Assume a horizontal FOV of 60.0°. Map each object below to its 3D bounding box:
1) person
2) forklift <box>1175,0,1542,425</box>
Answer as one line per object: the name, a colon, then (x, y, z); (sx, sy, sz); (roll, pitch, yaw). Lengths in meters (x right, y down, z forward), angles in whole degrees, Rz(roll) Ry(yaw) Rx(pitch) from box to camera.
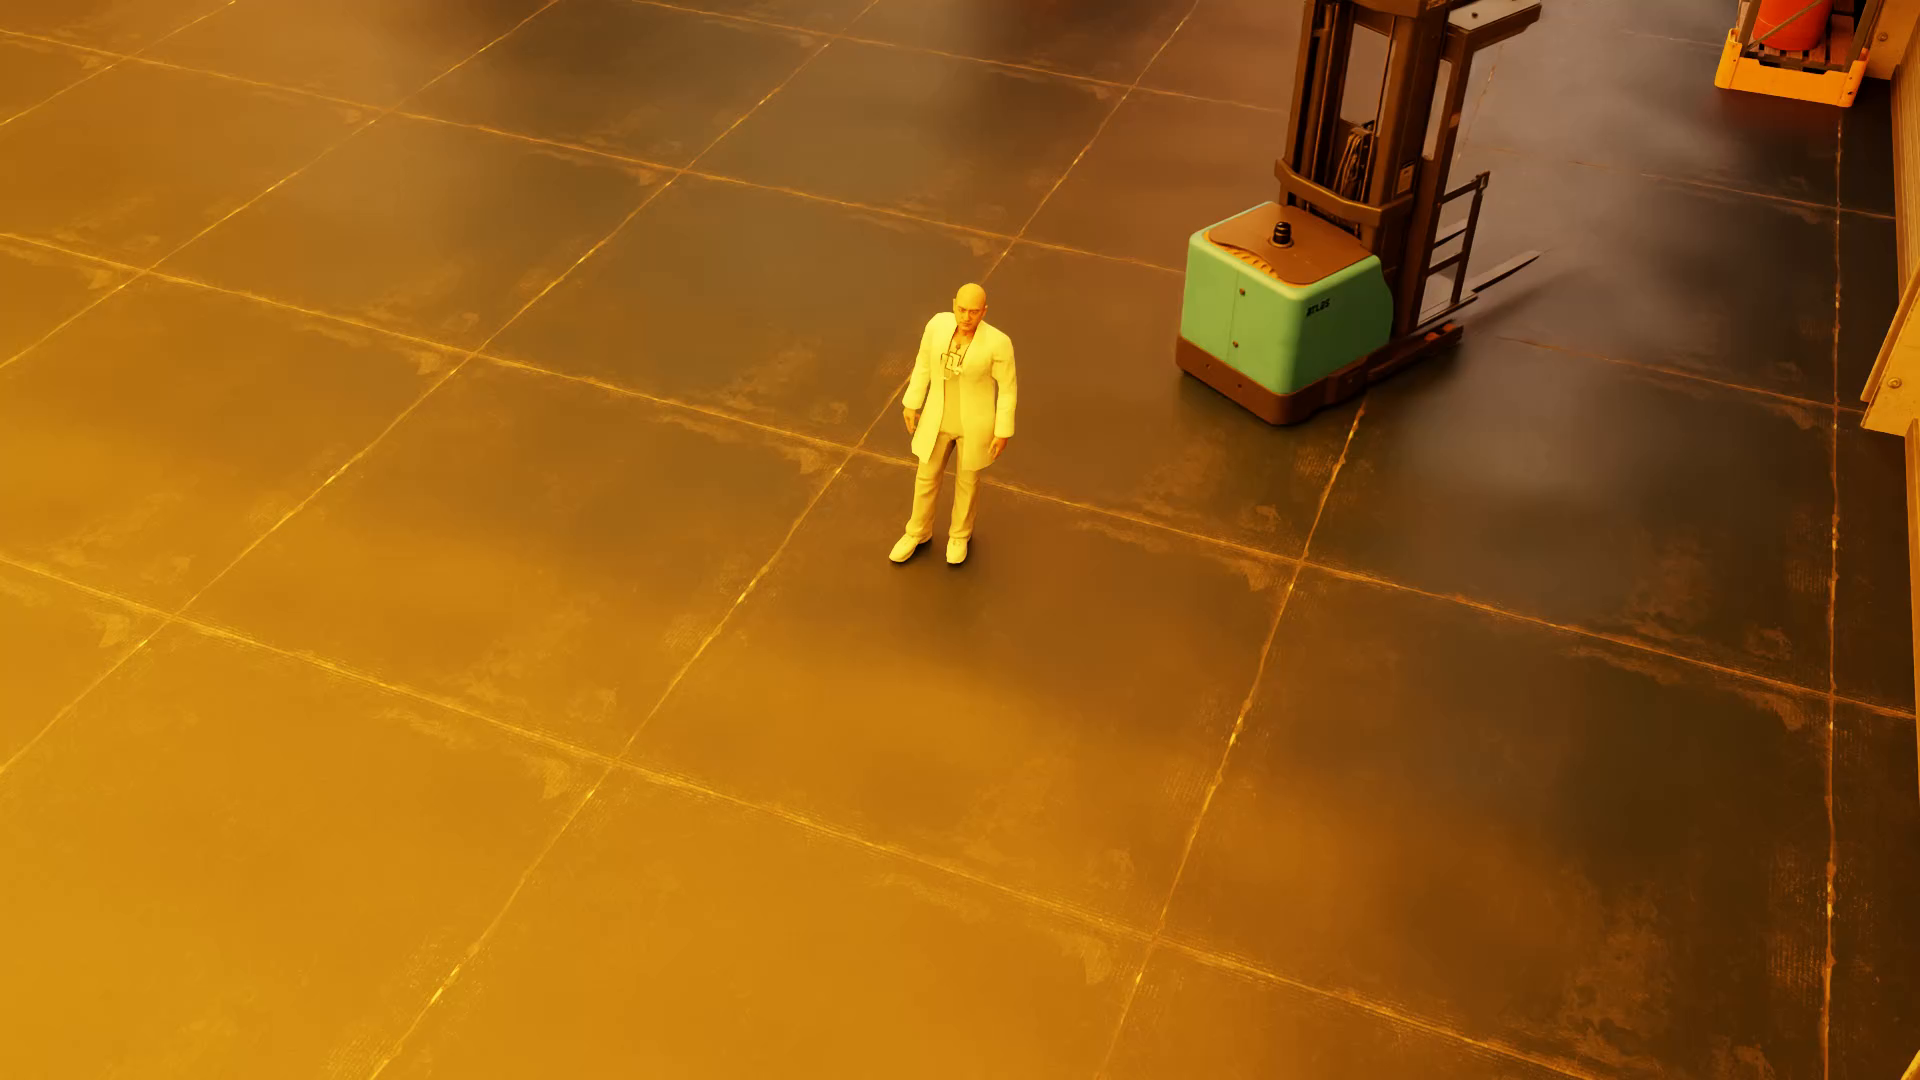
person: (-0.038, -0.634, 9.650); (0.698, 1.778, 0.578); (15, 42, 17)
forklift: (2.979, -2.675, 11.202); (3.031, 2.935, 1.130); (-27, 47, -28)
